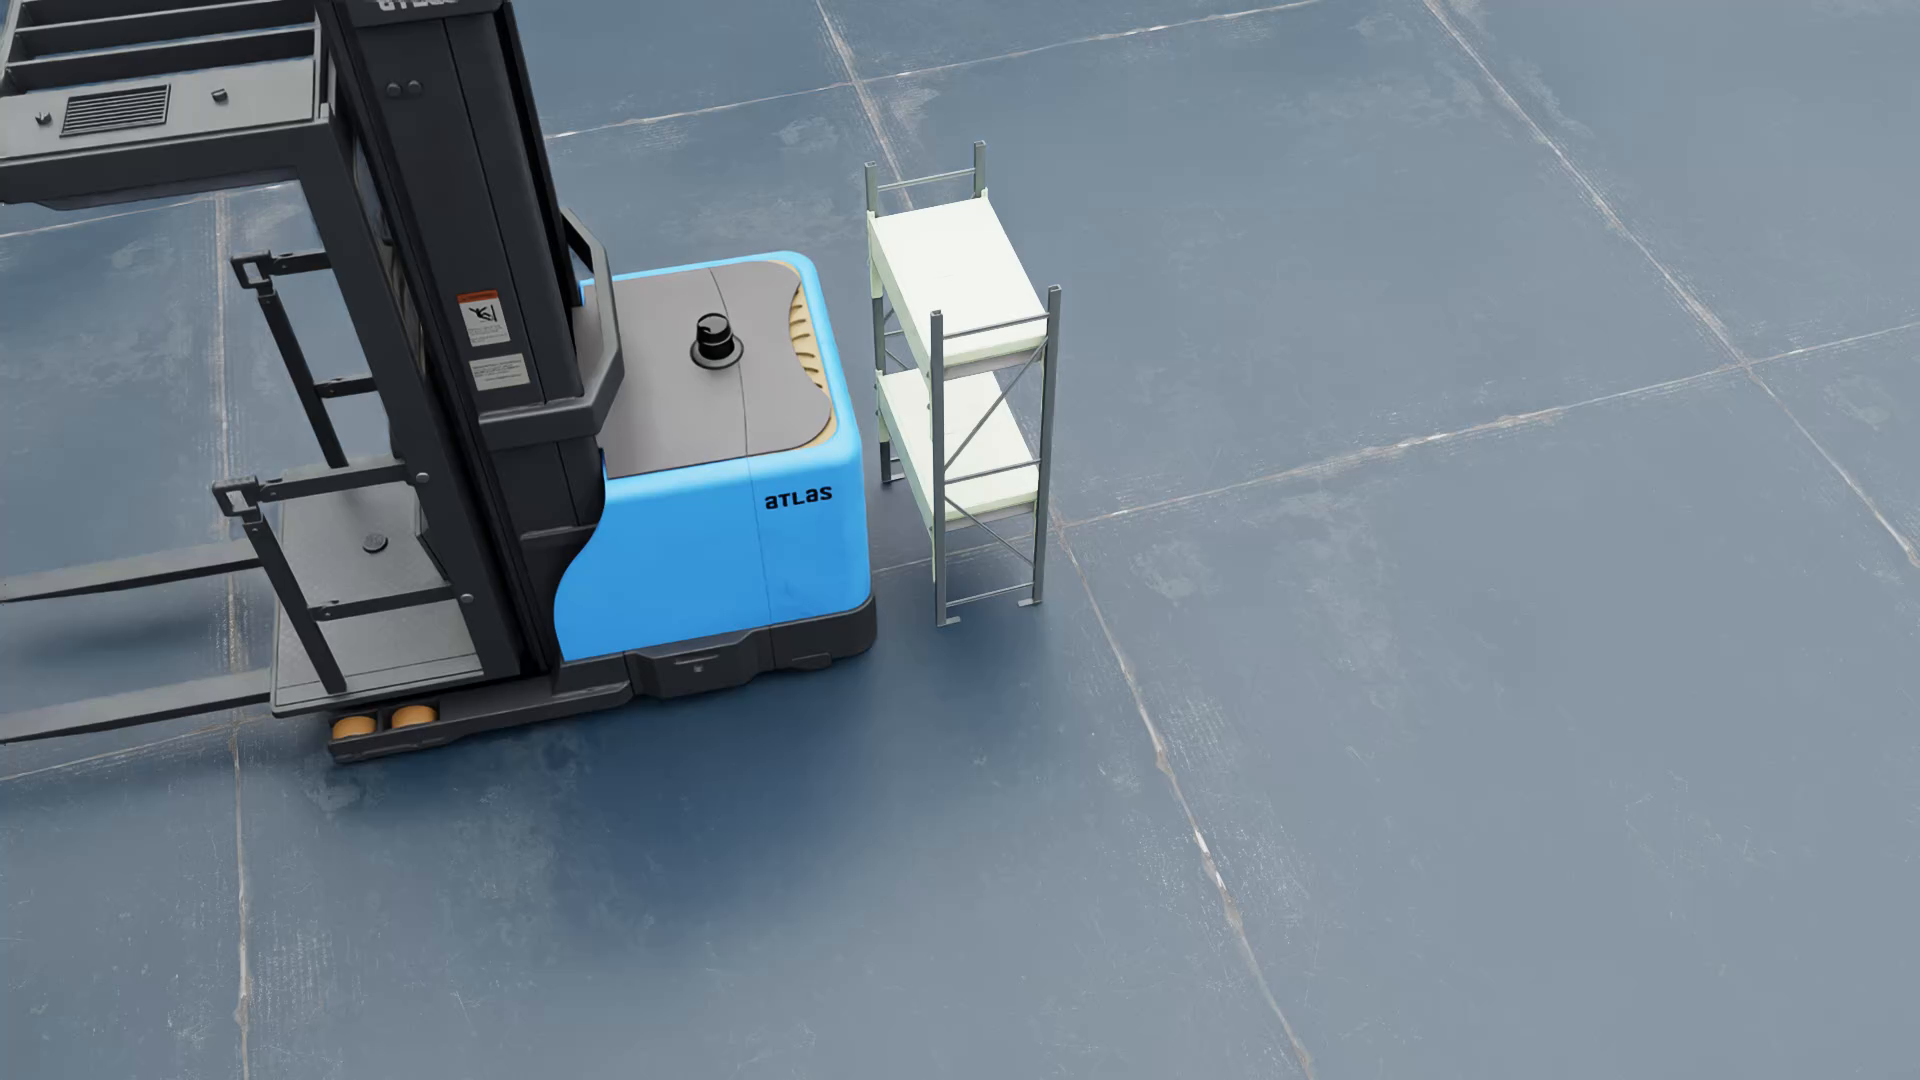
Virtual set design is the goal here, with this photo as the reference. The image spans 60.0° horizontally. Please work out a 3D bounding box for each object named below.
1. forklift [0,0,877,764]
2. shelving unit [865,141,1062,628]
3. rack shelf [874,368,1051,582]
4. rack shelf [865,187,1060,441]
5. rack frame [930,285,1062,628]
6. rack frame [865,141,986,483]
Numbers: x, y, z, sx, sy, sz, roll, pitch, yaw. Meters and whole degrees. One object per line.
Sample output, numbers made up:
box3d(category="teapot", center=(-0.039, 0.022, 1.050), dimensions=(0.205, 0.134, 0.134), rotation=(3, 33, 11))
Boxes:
box3d(category="forklift", center=(-1.865, -0.645, 4.877), dimensions=(3.031, 2.935, 1.130), rotation=(-10, 51, -8))
box3d(category="shelving unit", center=(-0.002, -0.488, 5.681), dimensions=(0.431, 1.500, 0.755), rotation=(-13, 51, -11))
box3d(category="rack shelf", center=(-0.002, -0.278, 5.930), dimensions=(0.431, 0.370, 0.720), rotation=(-13, 51, -11))
box3d(category="rack shelf", center=(-0.002, -0.740, 5.382), dimensions=(0.431, 0.370, 0.720), rotation=(-13, 51, -11))
box3d(category="rack frame", center=(0.106, -0.221, 5.455), dimensions=(0.400, 1.500, 0.023), rotation=(-13, 51, -11))
box3d(category="rack frame", center=(-0.110, -0.756, 5.906), dimensions=(0.400, 1.500, 0.023), rotation=(-13, 51, -11))
